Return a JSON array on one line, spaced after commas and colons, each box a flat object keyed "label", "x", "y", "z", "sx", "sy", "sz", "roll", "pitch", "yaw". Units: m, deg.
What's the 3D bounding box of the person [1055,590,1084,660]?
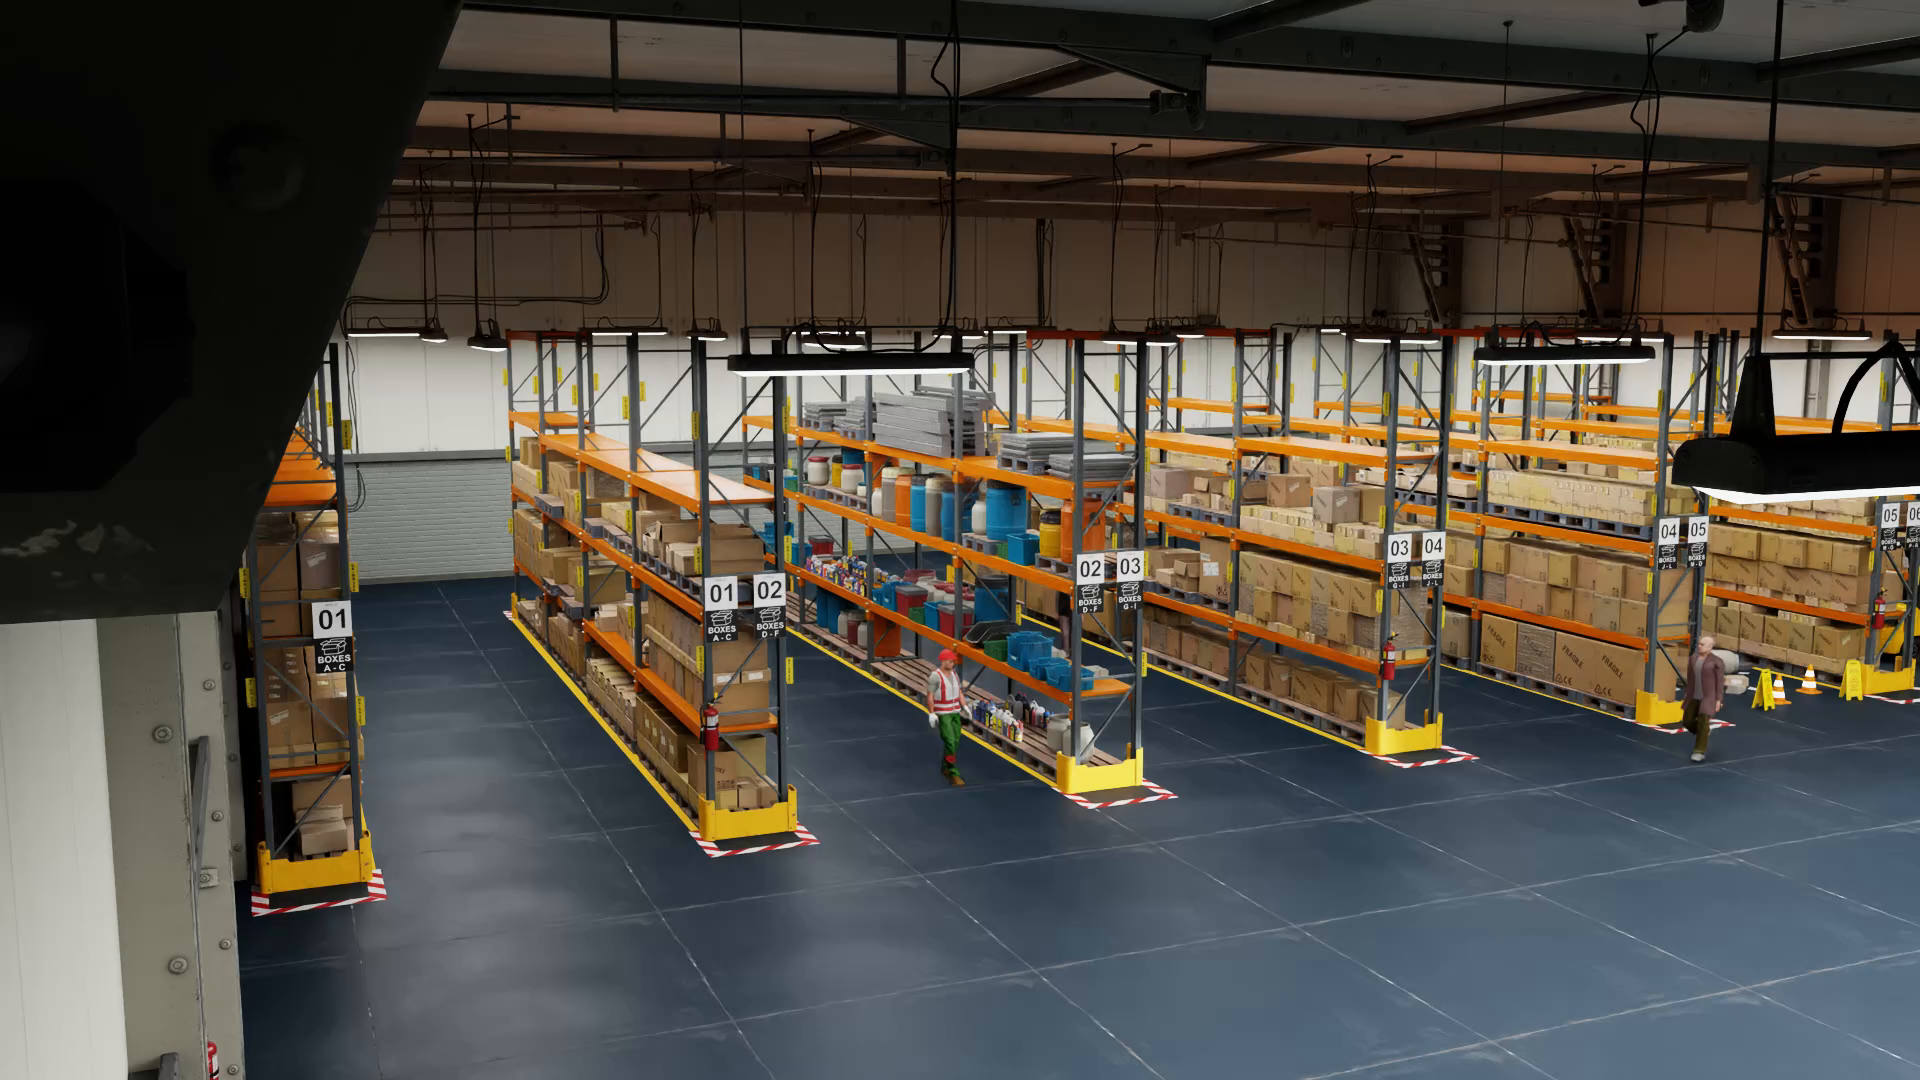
[{"label": "person", "x": 2.017, "y": 1.377, "z": 30.210, "sx": 0.524, "sy": 1.667, "sz": 1.051, "roll": -1, "pitch": 8, "yaw": -8}]

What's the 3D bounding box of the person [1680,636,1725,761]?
[{"label": "person", "x": 10.602, "y": 2.231, "z": 23.657, "sx": 0.707, "sy": 1.762, "sz": 0.566, "roll": -7, "pitch": 10, "yaw": -41}]

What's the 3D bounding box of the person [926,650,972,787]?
[{"label": "person", "x": -0.072, "y": 2.399, "z": 22.603, "sx": 0.710, "sy": 1.793, "sz": 0.551, "roll": 8, "pitch": 11, "yaw": 44}]
